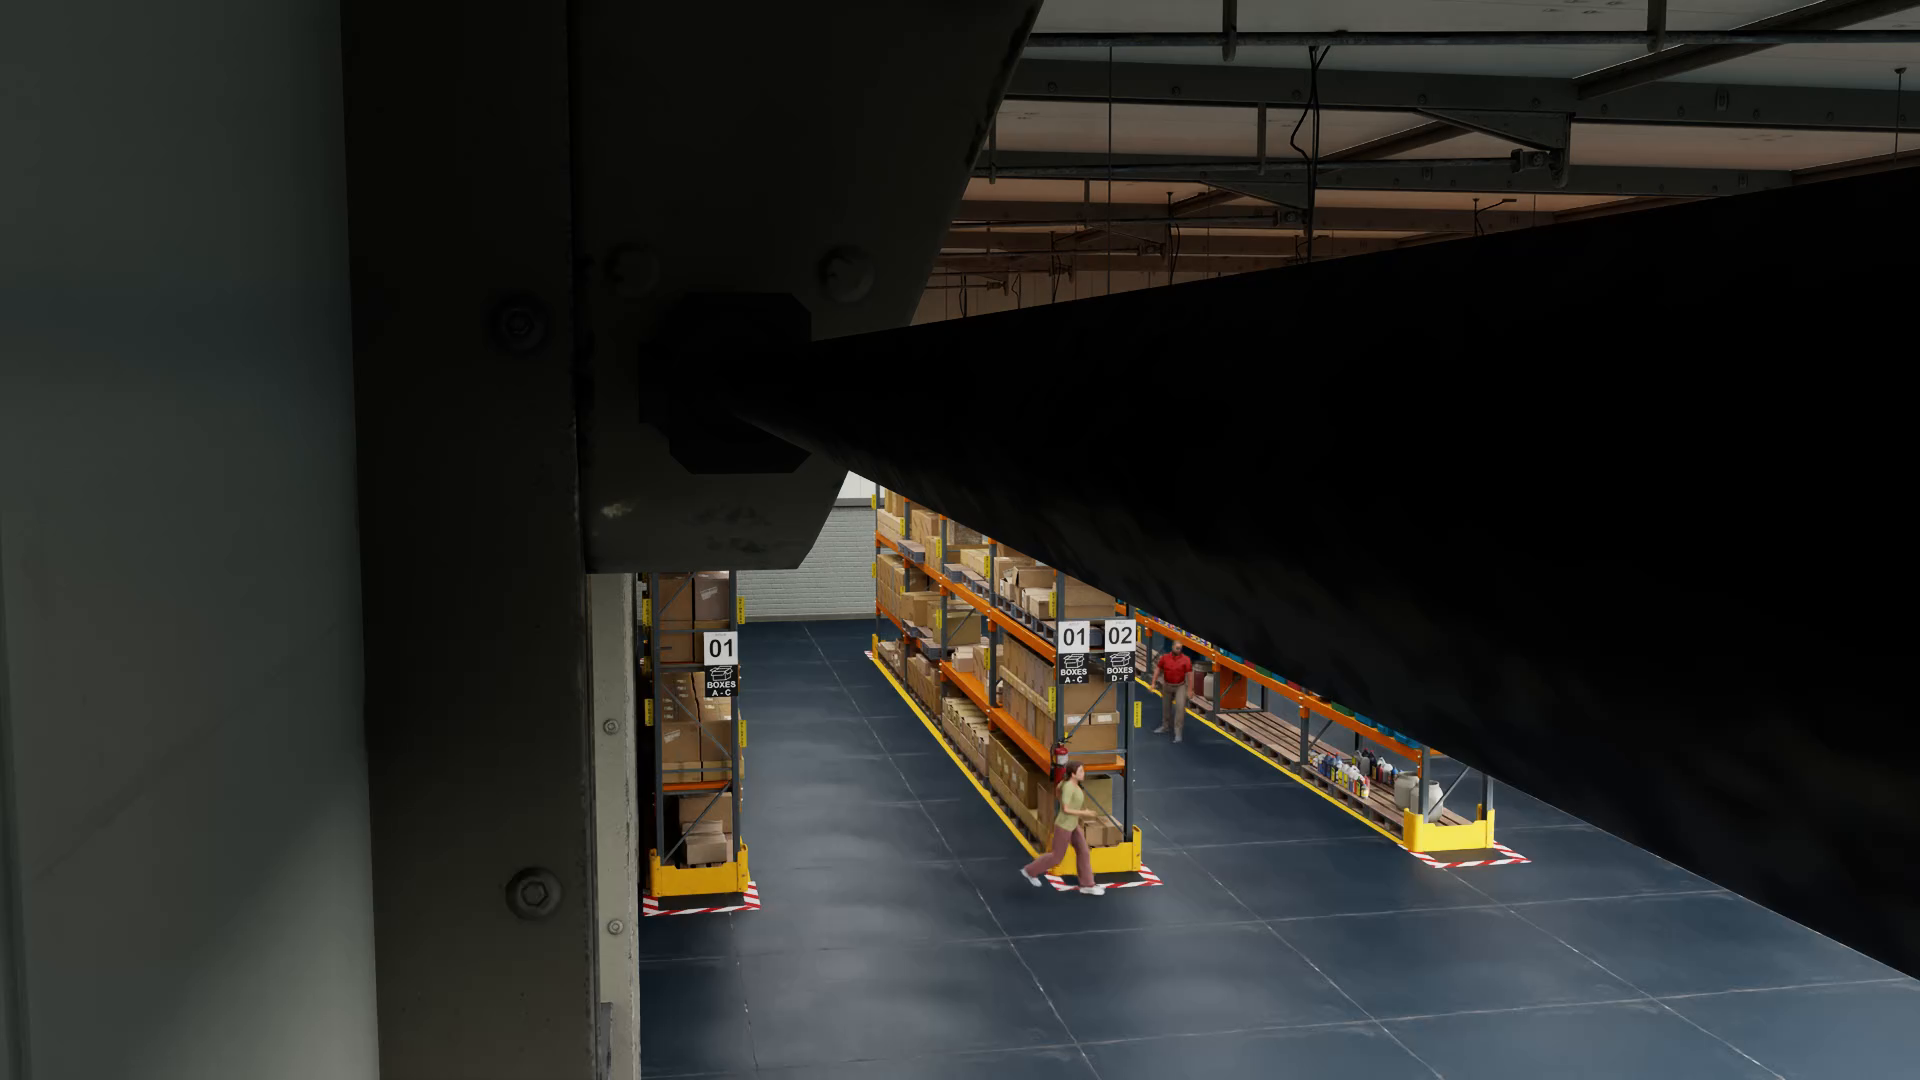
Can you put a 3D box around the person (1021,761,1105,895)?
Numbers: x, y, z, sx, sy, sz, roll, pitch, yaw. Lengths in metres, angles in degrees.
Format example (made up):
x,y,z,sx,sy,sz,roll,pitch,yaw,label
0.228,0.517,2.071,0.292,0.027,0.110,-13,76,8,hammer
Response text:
x,y,z,sx,sy,sz,roll,pitch,yaw,label
1.236,3.449,19.976,1.007,1.640,0.555,2,6,16,person

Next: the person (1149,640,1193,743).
x,y,z,sx,sy,sz,roll,pitch,yaw,label
3.644,2.559,28.579,0.719,1.723,0.782,2,6,23,person
